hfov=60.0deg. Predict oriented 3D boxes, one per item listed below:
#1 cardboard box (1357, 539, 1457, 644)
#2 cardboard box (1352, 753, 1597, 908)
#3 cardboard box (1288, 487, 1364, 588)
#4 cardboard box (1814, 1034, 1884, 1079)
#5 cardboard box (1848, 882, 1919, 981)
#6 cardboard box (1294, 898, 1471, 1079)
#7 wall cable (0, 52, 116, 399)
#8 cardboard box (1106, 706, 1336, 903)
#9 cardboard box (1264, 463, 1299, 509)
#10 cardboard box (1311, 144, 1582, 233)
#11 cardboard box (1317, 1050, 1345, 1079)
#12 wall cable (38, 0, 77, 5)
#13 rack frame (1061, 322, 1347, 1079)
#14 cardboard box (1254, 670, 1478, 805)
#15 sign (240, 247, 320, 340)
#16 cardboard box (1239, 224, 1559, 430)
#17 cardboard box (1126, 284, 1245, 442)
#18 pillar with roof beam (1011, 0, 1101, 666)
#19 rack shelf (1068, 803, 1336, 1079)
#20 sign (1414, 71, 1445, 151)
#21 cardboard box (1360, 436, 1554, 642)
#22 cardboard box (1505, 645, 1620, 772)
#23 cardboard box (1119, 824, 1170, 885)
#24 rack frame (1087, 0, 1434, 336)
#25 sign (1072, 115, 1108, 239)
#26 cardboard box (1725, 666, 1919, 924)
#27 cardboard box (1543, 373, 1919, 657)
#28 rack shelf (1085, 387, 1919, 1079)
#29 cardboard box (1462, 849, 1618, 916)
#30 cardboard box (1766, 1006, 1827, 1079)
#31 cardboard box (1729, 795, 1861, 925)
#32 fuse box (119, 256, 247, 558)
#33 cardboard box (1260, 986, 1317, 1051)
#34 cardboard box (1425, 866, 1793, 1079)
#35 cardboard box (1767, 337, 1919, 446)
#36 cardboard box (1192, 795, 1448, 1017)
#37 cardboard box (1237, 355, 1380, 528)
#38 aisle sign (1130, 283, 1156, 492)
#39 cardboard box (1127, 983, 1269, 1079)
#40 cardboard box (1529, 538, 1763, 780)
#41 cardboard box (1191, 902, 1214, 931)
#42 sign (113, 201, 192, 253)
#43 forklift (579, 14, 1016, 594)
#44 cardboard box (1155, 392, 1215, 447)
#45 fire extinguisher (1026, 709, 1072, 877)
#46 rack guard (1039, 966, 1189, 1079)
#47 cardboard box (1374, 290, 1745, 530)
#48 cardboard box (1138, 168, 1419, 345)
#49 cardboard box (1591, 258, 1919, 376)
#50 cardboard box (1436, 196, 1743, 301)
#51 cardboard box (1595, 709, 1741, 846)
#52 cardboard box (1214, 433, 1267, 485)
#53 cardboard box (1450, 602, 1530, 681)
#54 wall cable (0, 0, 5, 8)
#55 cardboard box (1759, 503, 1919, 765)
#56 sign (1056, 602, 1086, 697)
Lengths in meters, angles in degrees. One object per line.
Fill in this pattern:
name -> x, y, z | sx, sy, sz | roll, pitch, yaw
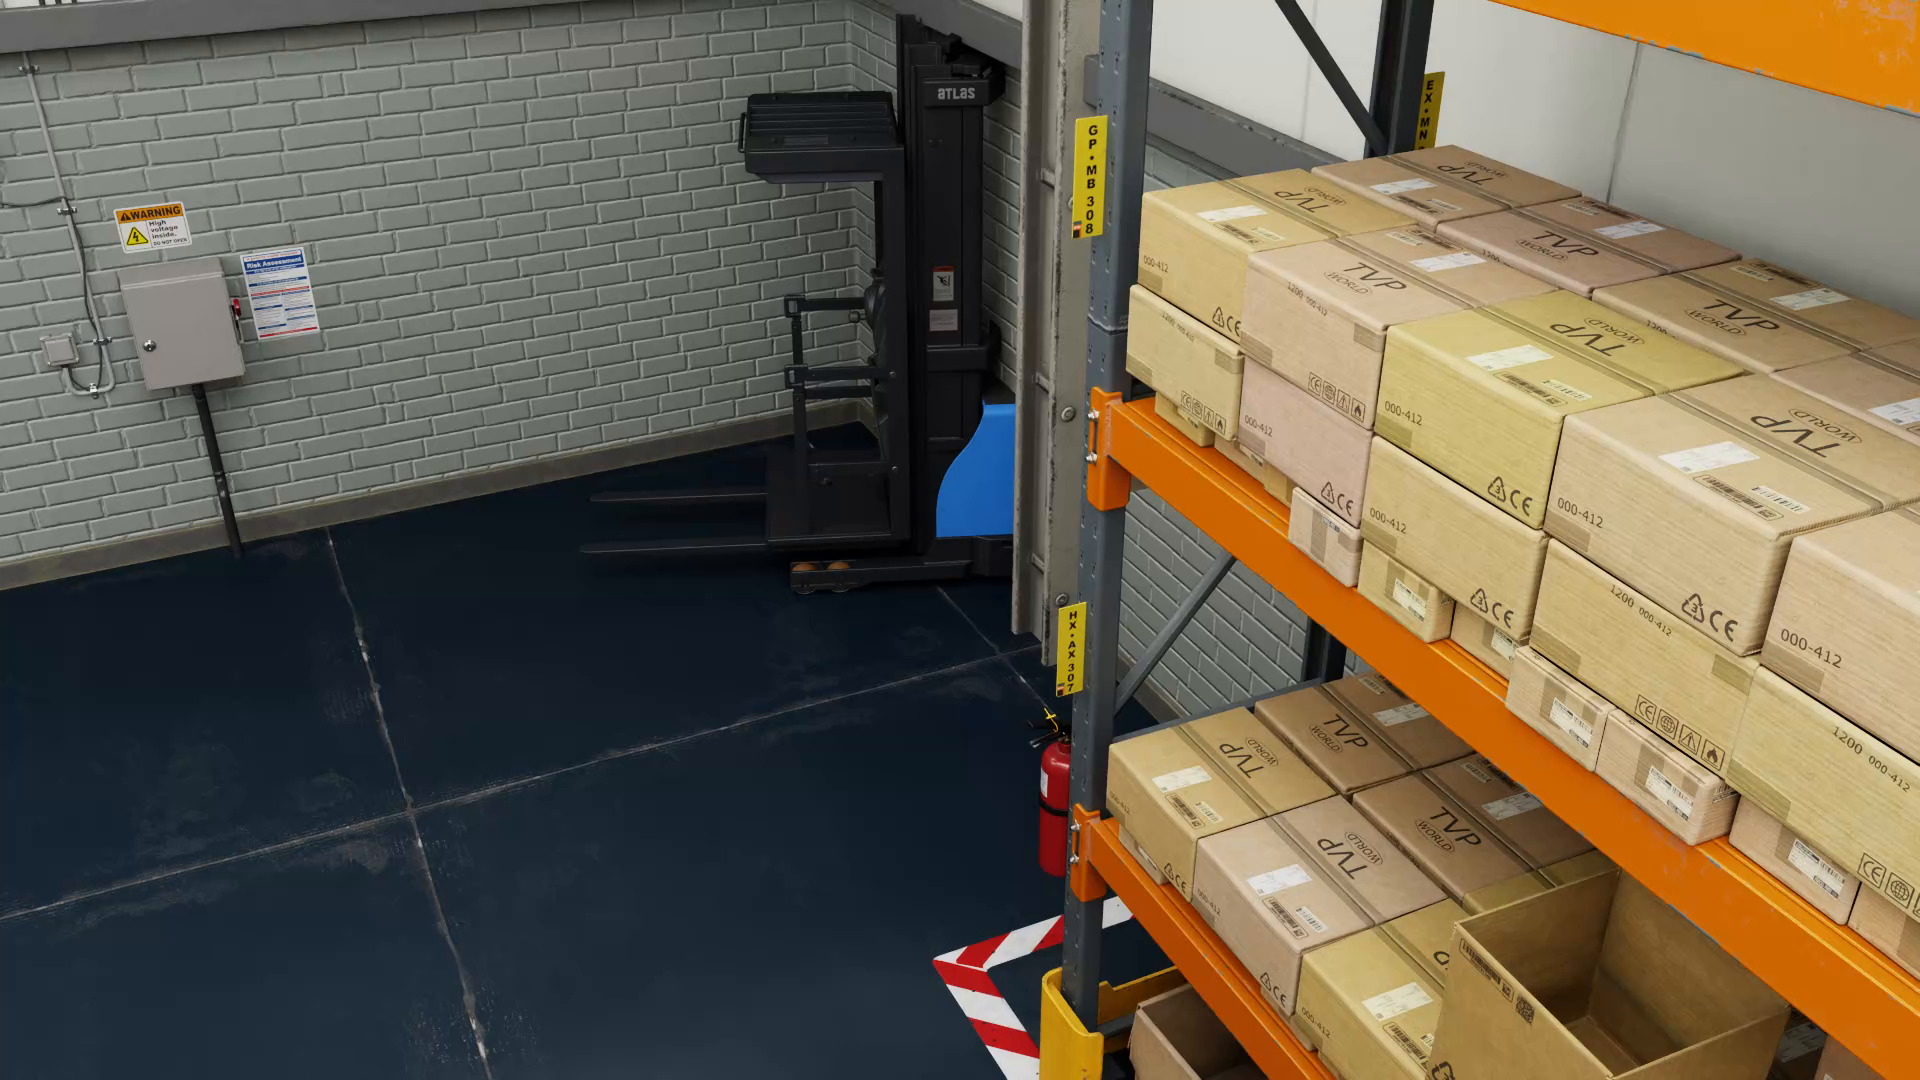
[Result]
cardboard box -> 1.130, 0.070, 3.748 | 0.380, 0.149, 0.250 | -13, 32, -22
cardboard box -> 1.497, 0.918, 4.896 | 0.500, 0.250, 0.500 | -13, 32, -22
cardboard box -> 1.011, -0.044, 3.951 | 0.380, 0.149, 0.250 | -12, 32, -21
cardboard box -> 2.158, 1.268, 3.504 | 0.500, 0.500, 0.500 | -14, 32, -23
cardboard box -> 1.736, 0.615, 2.777 | 0.380, 0.149, 0.250 | -12, 31, -20
cardboard box -> 1.228, 1.245, 4.312 | 0.500, 0.250, 0.500 | -14, 32, -23
wall cable -> -4.808, -1.582, 8.465 | 0.588, 1.984, 0.122 | -13, 32, -22
cardboard box -> 0.791, 0.799, 5.107 | 0.500, 0.250, 0.500 | -13, 32, -22
cardboard box -> 0.997, -0.175, 4.186 | 0.380, 0.149, 0.250 | -13, 32, -22
cardboard box -> 1.283, -0.847, 4.464 | 0.500, 0.250, 0.500 | -14, 32, -23
cardboard box -> 1.200, 1.371, 4.495 | 0.380, 0.149, 0.250 | -13, 32, -21
wall cable -> -3.126, -4.161, 7.932 | 2.988, 3.039, 0.133 | -13, 32, -22
rack frame -> 0.840, 0.606, 5.602 | 1.000, 3.000, 0.127 | -13, 32, -22
cardboard box -> 1.277, 0.690, 5.303 | 0.500, 0.250, 0.500 | -12, 31, -21
sign -> -3.767, -1.366, 9.216 | 0.329, 0.494, 0.001 | -13, 32, -22
cardboard box -> 1.005, -0.507, 3.858 | 0.500, 0.250, 0.500 | -13, 32, -22
cardboard box -> 0.783, -0.513, 4.380 | 0.500, 0.250, 0.500 | -13, 32, -23
pillar with roof beam -> -3.392, -2.487, 4.984 | 9.100, 9.000, 0.400 | -13, 32, -22
rack shelf -> 1.698, 1.804, 4.202 | 1.077, 0.370, 4.000 | -13, 32, -22
sign -> 1.349, -1.196, 4.843 | 0.100, 0.325, 0.005 | -13, 32, -22
cardboard box -> 1.229, -0.064, 3.580 | 0.500, 0.250, 0.500 | -14, 32, -23
cardboard box -> 1.337, 0.295, 3.347 | 0.380, 0.149, 0.250 | -13, 32, -22
cardboard box -> 0.733, 0.919, 5.301 | 0.380, 0.149, 0.250 | -13, 32, -22
rack frame -> 0.840, -2.010, 4.134 | 1.000, 3.000, 0.127 | -13, 32, -22
sign -> 0.350, -0.969, 4.451 | 0.100, 0.325, 0.005 | -13, 32, -22
cardboard box -> 1.681, 0.384, 2.781 | 0.500, 0.250, 0.500 | -12, 32, -21
cardboard box -> 1.461, -0.065, 3.070 | 0.500, 0.250, 0.500 | -12, 32, -21
rack shelf -> 1.698, 0.495, 3.468 | 1.077, 0.370, 4.000 | -13, 32, -22
cardboard box -> 1.705, 1.137, 4.504 | 0.500, 0.250, 0.500 | -12, 31, -20
cardboard box -> 1.930, 1.368, 4.092 | 0.500, 0.250, 0.500 | -13, 32, -22
cardboard box -> 1.623, 0.505, 2.973 | 0.380, 0.149, 0.250 | -13, 32, -21
fuse box -> -4.124, -0.650, 9.160 | 0.539, 1.711, 0.414 | -13, 32, -22
cardboard box -> 1.081, 1.255, 4.702 | 0.380, 0.149, 0.250 | -12, 31, -20
cardboard box -> 1.435, 1.135, 3.742 | 0.500, 0.500, 0.500 | -12, 32, -21
cardboard box -> 1.926, -0.165, 3.248 | 0.500, 0.250, 0.500 | -13, 32, -22
cardboard box -> 1.008, 1.022, 4.710 | 0.500, 0.250, 0.500 | -13, 32, -21
cardboard box -> 1.020, -0.293, 3.987 | 0.500, 0.250, 0.500 | -12, 32, -21
aisle sign -> 0.545, -0.496, 4.910 | 0.394, 0.787, 0.004 | -13, 32, -22
cardboard box -> 1.017, 1.802, 5.592 | 0.797, 0.503, 0.637 | -14, 32, -24
cardboard box -> 1.472, 0.160, 3.181 | 0.500, 0.250, 0.500 | -14, 32, -23
cardboard box -> 0.884, 1.021, 5.118 | 0.380, 0.149, 0.250 | -12, 32, -21
sign -> -4.263, -1.652, 8.785 | 0.339, 0.242, 0.001 | -13, 32, -22
forklift -> -0.628, -1.250, 8.982 | 3.031, 2.935, 1.130 | -3, 29, -5
cardboard box -> 0.766, -0.403, 4.591 | 0.380, 0.149, 0.250 | -12, 32, -21
fire extinguisher -> 0.359, 0.835, 5.655 | 0.296, 0.674, 0.183 | -13, 32, -22
rack guard -> 0.872, 1.730, 6.153 | 1.175, 0.500, 0.348 | -13, 32, -22
cardboard box -> 1.233, -0.288, 3.468 | 0.500, 0.250, 0.500 | -14, 32, -23
cardboard box -> 0.803, -0.736, 4.266 | 0.500, 0.250, 0.500 | -13, 32, -23
cardboard box -> 1.736, -0.391, 3.652 | 0.500, 0.250, 0.500 | -13, 32, -21
cardboard box -> 1.505, -0.617, 4.054 | 0.500, 0.250, 0.500 | -14, 32, -23
cardboard box -> 1.448, 0.404, 3.153 | 0.380, 0.149, 0.250 | -12, 32, -21
cardboard box -> 0.903, -0.292, 4.395 | 0.380, 0.149, 0.250 | -12, 32, -21
cardboard box -> 1.292, 0.167, 3.576 | 0.380, 0.149, 0.250 | -13, 32, -23
wall cable -> -5.658, -3.577, 6.928 | 2.355, 3.000, 0.029 | -13, 32, -22
cardboard box -> 1.687, 0.162, 2.665 | 0.500, 0.250, 0.500 | -12, 32, -21
sign -> 0.350, 0.343, 5.187 | 0.100, 0.325, 0.005 | -13, 32, -22
